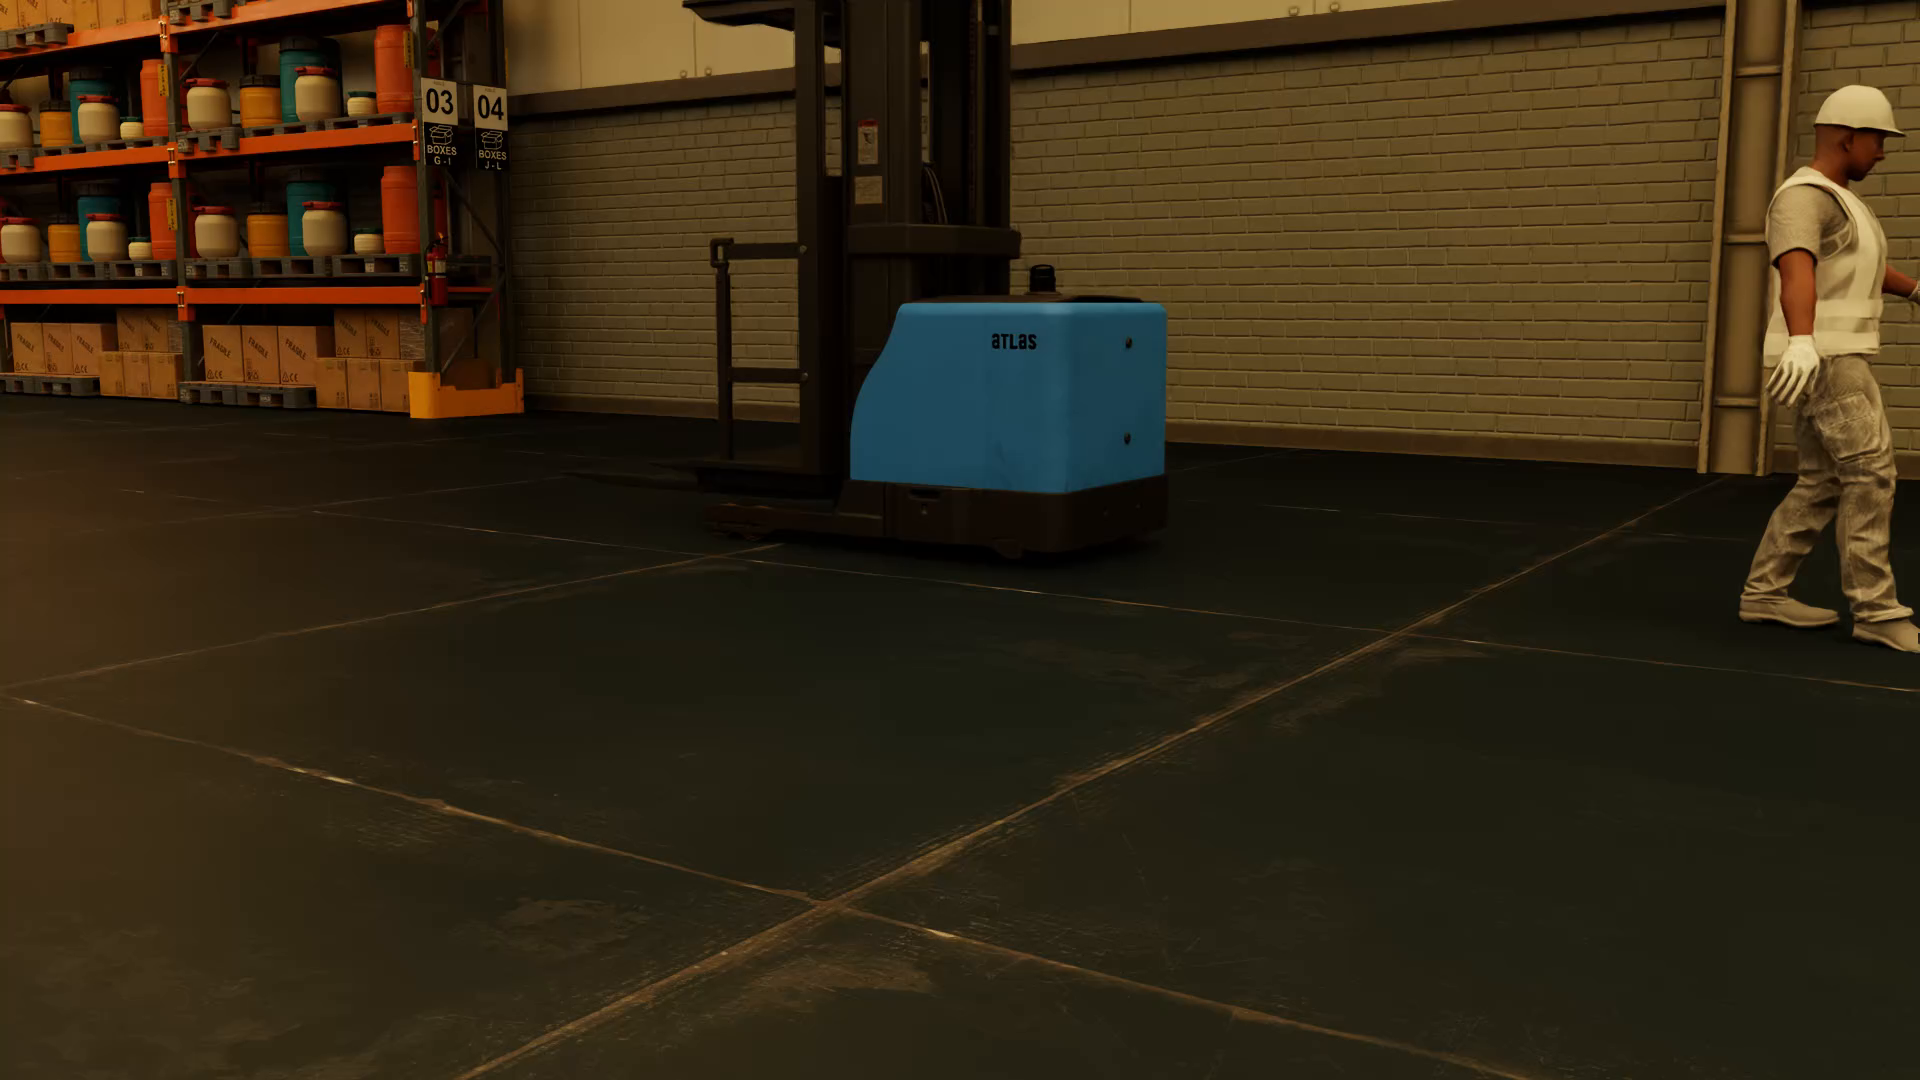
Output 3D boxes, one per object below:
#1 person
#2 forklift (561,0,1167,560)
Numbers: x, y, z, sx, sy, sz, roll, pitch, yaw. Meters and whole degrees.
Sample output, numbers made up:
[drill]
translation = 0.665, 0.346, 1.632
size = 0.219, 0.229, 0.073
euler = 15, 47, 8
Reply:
[person]
translation = 2.882, -0.542, 5.306
size = 0.660, 1.786, 1.046
euler = 6, 10, 34
[forklift]
translation = -0.581, -1.501, 7.747
size = 3.031, 2.935, 1.130
euler = 5, 10, 33
